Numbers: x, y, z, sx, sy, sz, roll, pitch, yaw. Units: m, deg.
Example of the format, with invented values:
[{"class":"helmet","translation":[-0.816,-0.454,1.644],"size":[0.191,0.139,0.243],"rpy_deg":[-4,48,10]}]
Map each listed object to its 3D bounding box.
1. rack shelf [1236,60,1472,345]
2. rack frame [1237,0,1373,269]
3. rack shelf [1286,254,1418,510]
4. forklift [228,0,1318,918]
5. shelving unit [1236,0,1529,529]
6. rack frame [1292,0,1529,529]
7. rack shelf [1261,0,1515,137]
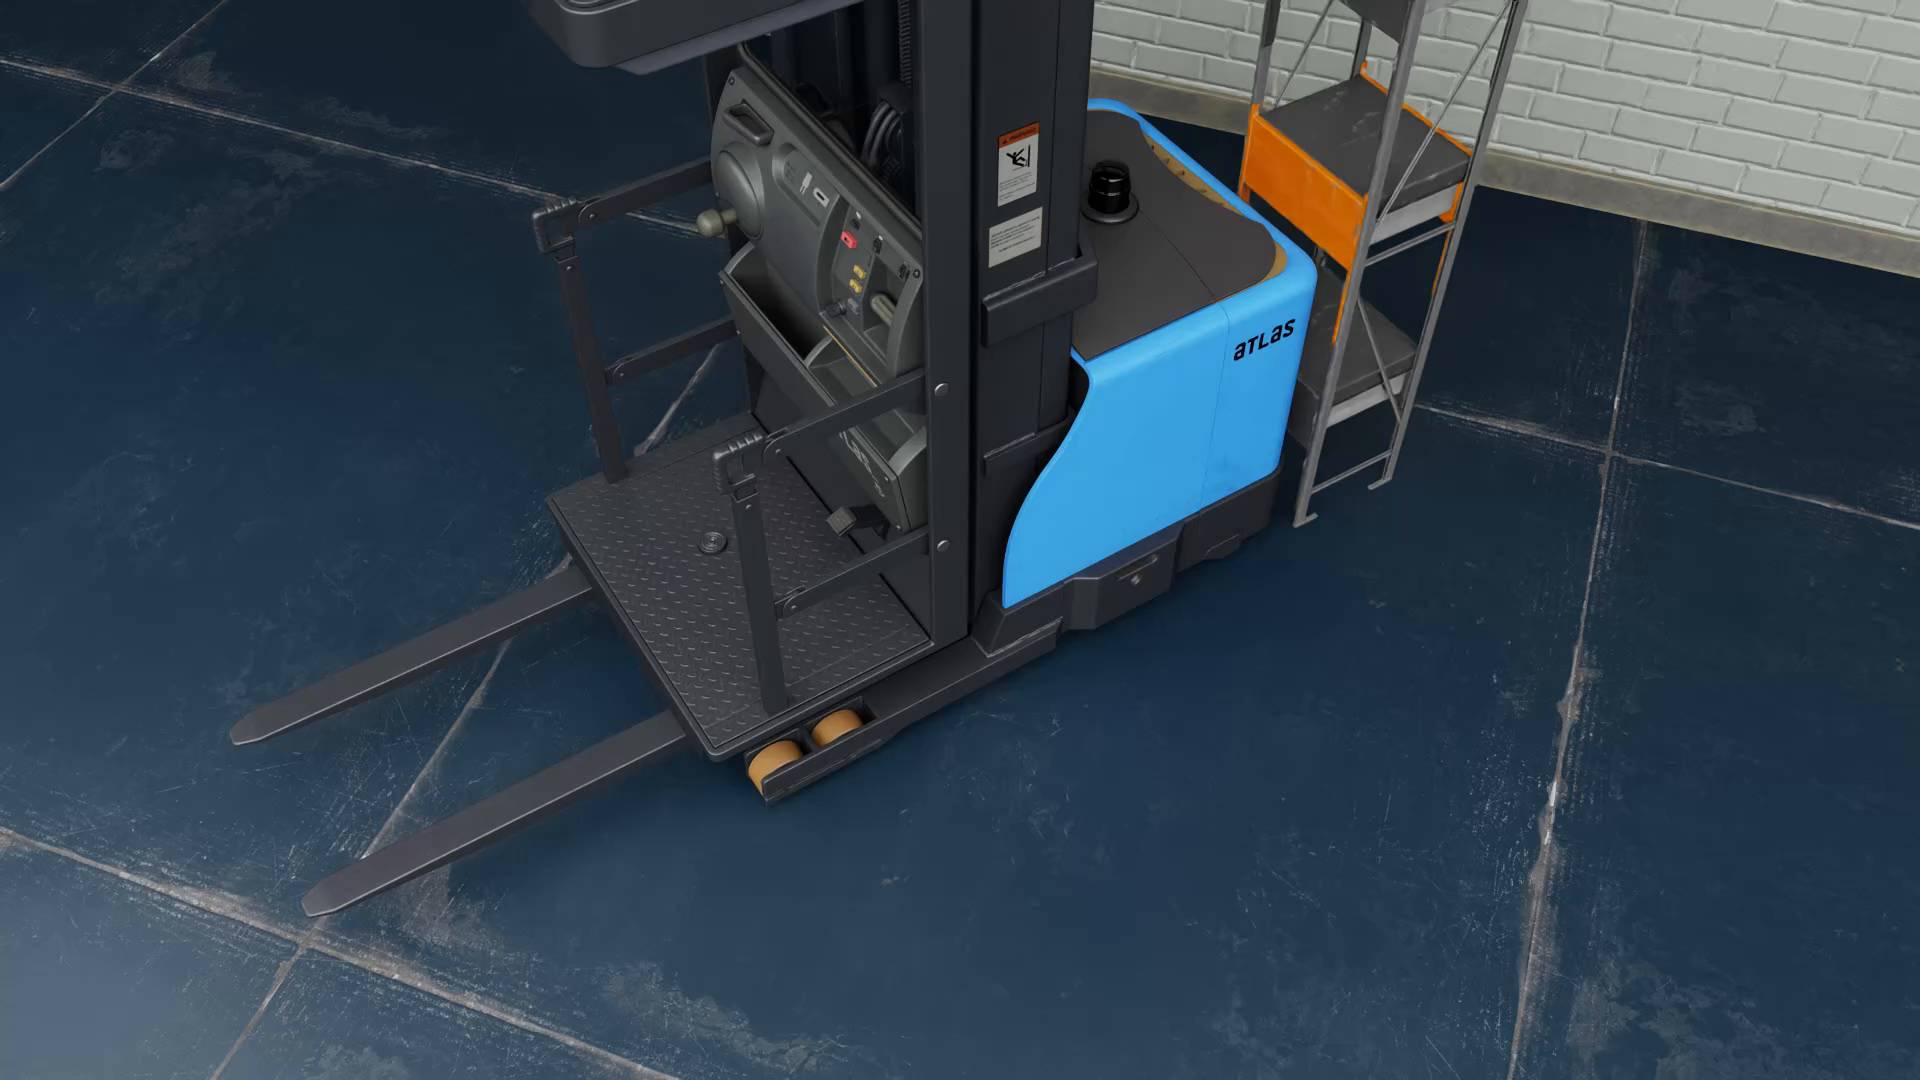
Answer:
[{"class":"rack shelf","translation":[1.103,-0.956,4.707],"size":[0.431,0.518,0.480],"rpy_deg":[-25,54,-20]},{"class":"rack frame","translation":[0.975,-1.122,4.833],"size":[0.400,2.100,0.015],"rpy_deg":[-25,54,-20]},{"class":"rack shelf","translation":[1.103,-0.497,5.235],"size":[0.431,0.518,0.480],"rpy_deg":[-25,54,-20]},{"class":"forklift","translation":[-0.531,-0.703,3.920],"size":[3.031,2.935,1.130],"rpy_deg":[-26,54,-21]},{"class":"shelving unit","translation":[1.103,-0.965,4.696],"size":[0.431,2.100,0.503],"rpy_deg":[-25,54,-20]},{"class":"rack frame","translation":[1.231,-0.808,4.560],"size":[0.400,2.100,0.015],"rpy_deg":[-25,54,-20]},{"class":"rack shelf","translation":[1.103,-1.415,4.178],"size":[0.431,0.518,0.480],"rpy_deg":[-25,54,-20]}]
